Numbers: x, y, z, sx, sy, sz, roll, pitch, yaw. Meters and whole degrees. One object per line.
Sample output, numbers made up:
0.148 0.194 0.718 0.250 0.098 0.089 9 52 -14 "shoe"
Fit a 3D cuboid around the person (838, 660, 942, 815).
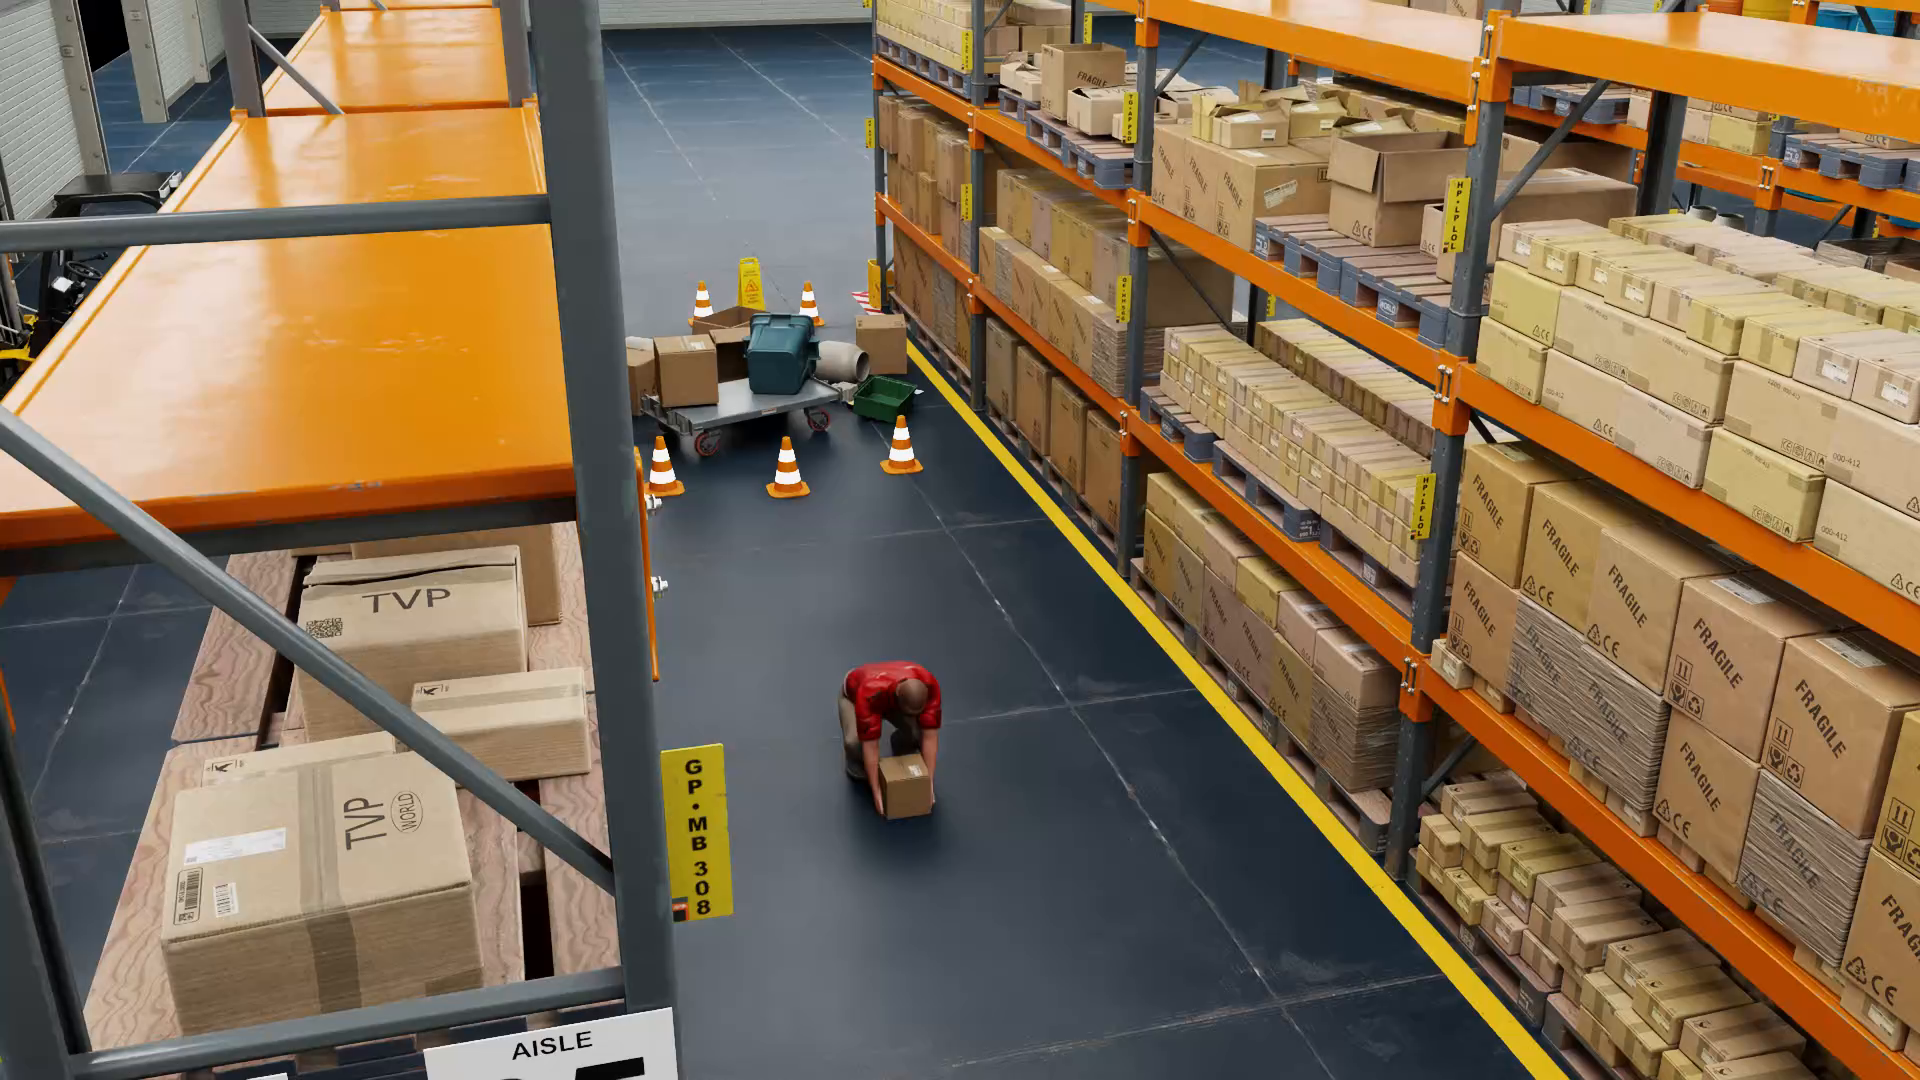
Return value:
-0.406 1.027 9.450 0.546 0.855 0.881 -6 24 -15 "person"
